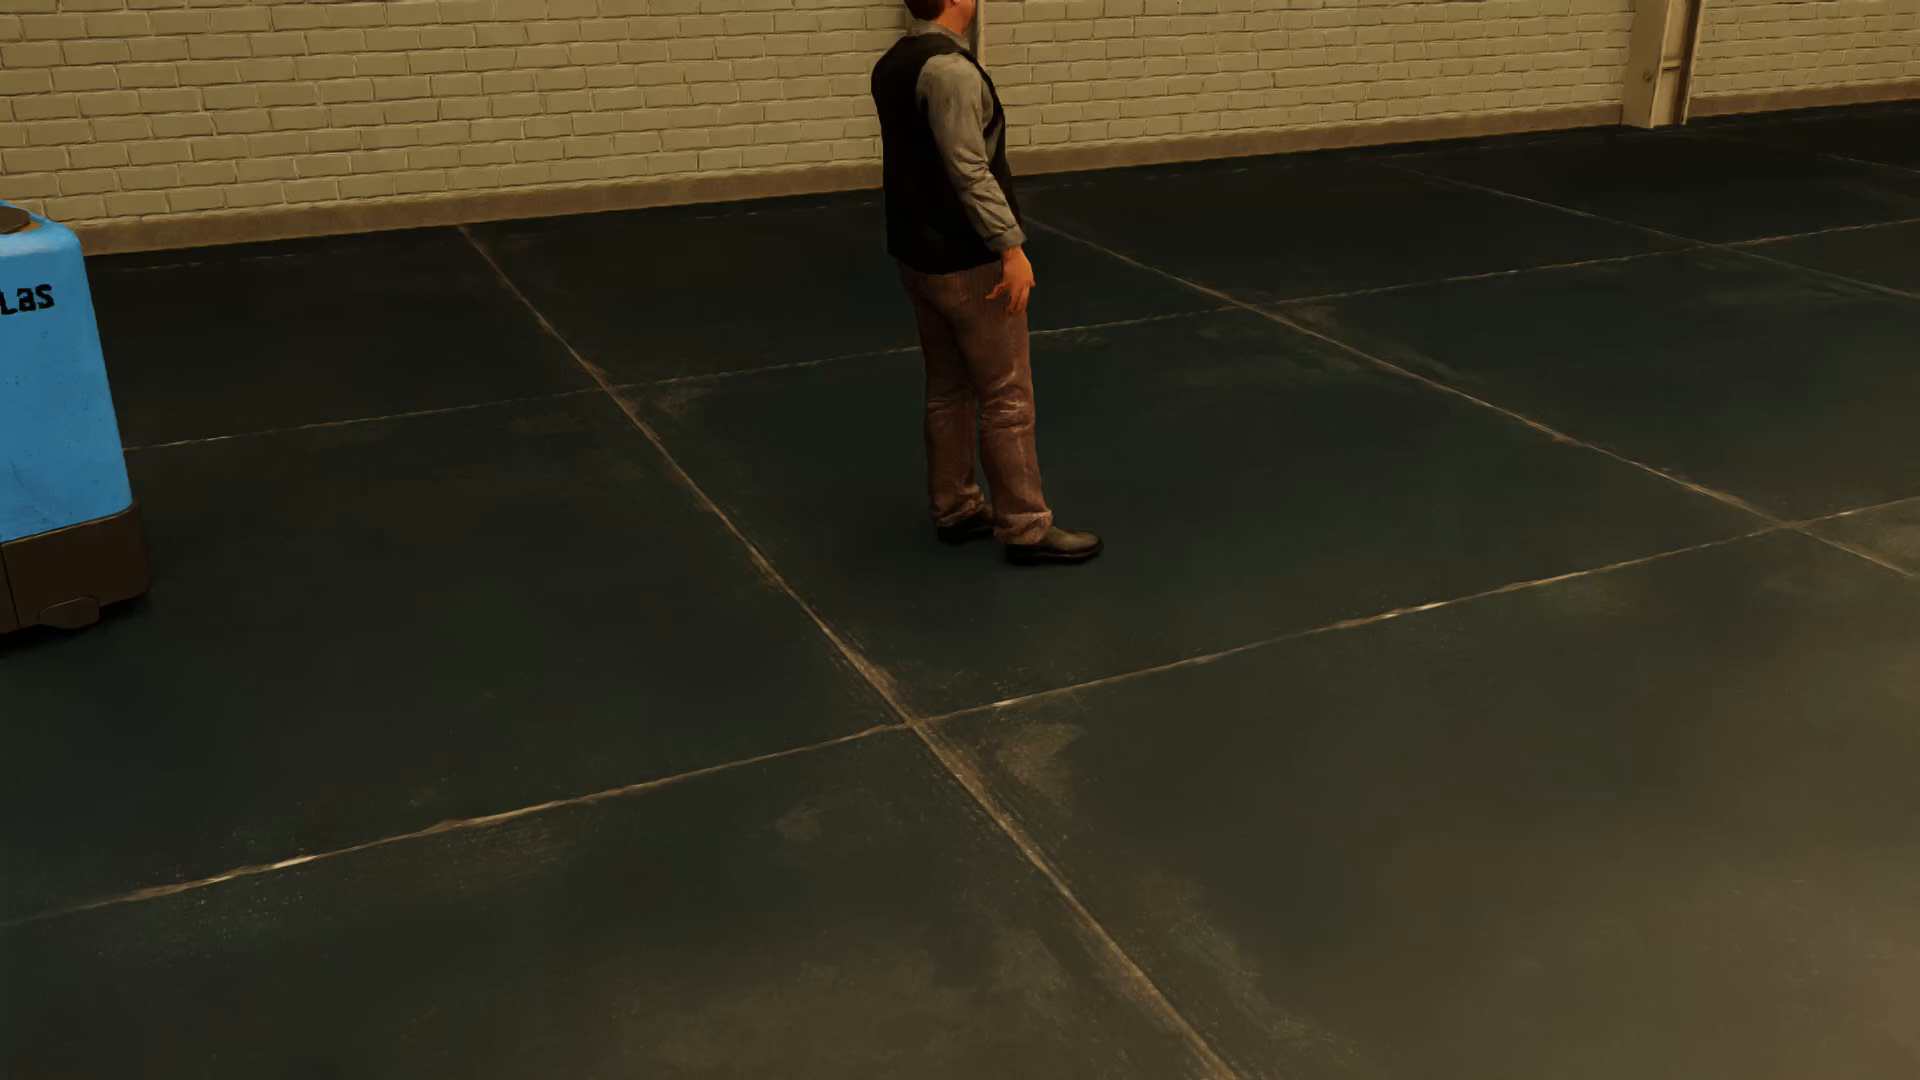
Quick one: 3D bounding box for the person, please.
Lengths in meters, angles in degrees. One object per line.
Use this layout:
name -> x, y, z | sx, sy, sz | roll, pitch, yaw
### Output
person -> 0.060, -0.809, 4.791 | 0.567, 1.720, 0.632 | -10, 25, -23

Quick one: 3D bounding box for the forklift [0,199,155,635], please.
forklift -> -3.633, -0.885, 3.416 | 1.130, 2.935, 3.031 | 21, 30, 41
